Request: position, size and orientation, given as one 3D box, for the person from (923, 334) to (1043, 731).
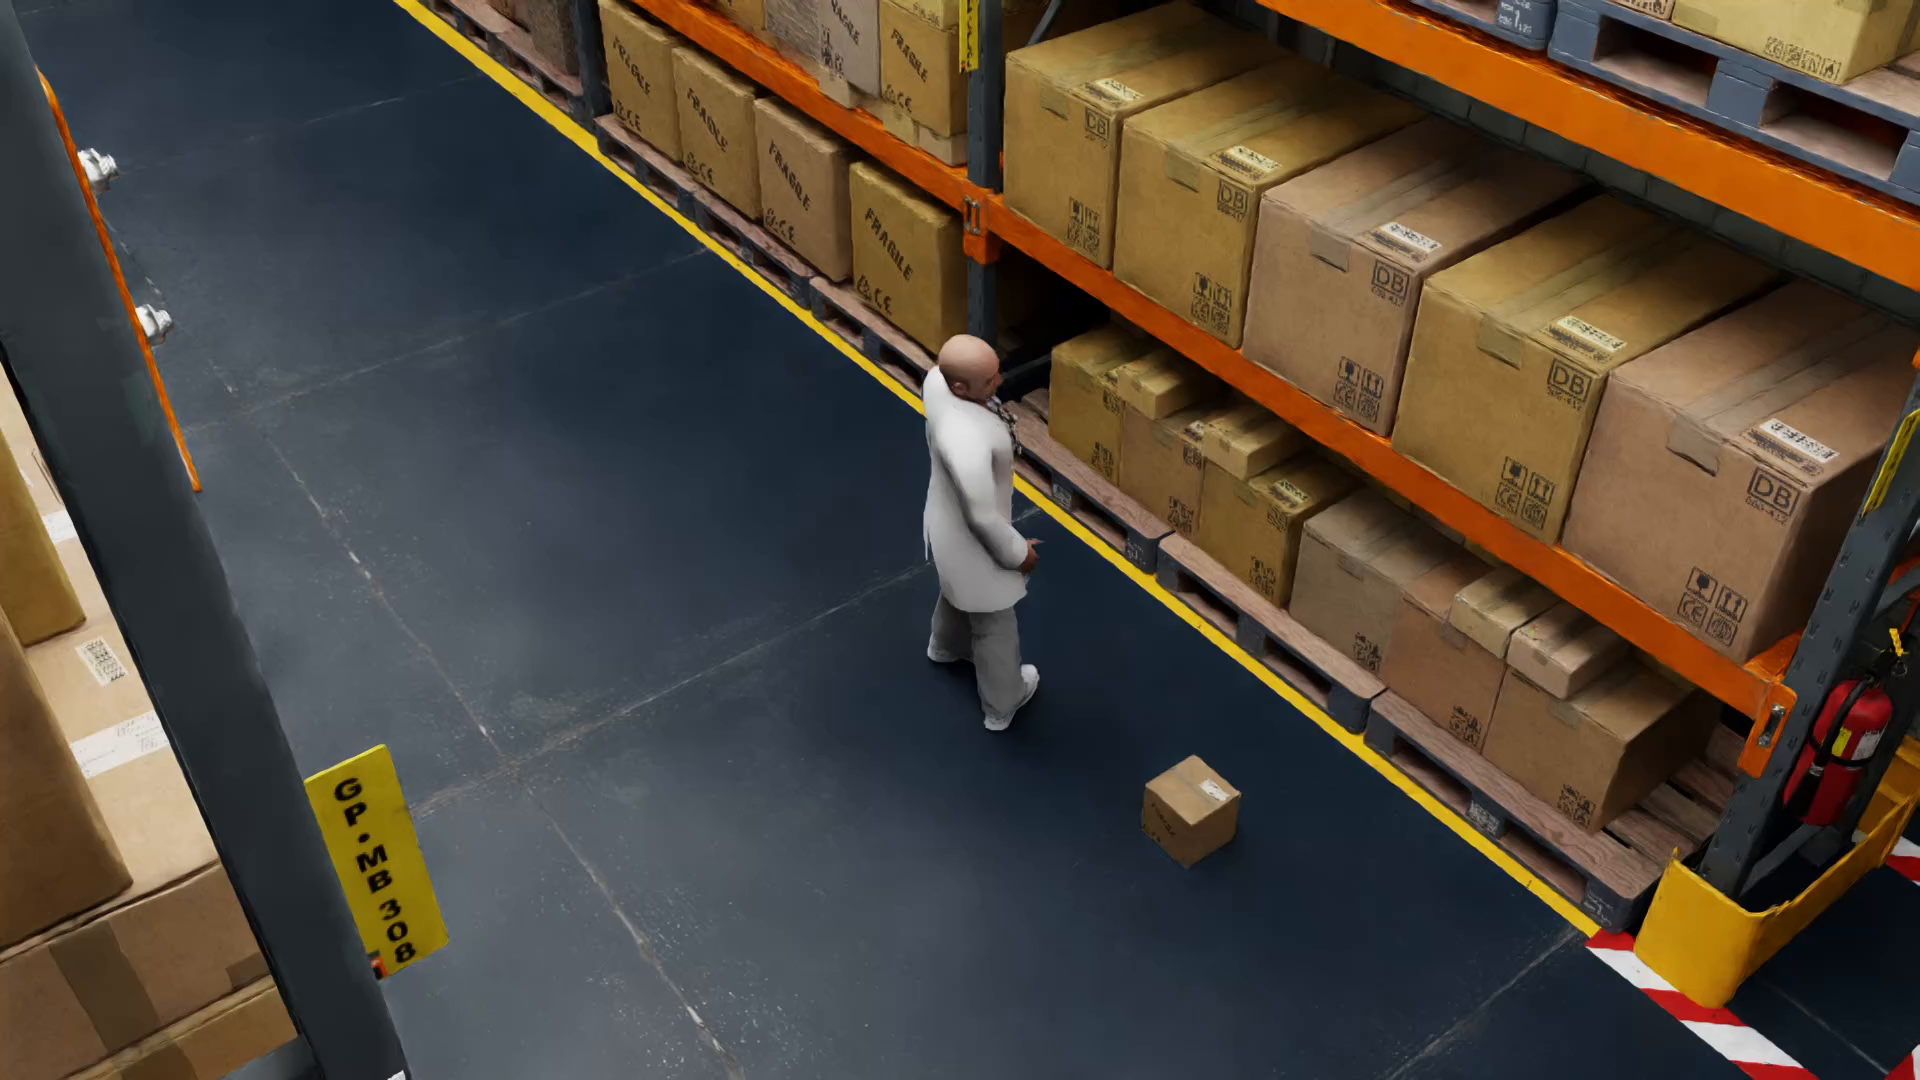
[{"bbox_3d":[0.103,-0.044,6.224,0.464,1.788,0.642,-9,41,-10],"label":"person"}]
